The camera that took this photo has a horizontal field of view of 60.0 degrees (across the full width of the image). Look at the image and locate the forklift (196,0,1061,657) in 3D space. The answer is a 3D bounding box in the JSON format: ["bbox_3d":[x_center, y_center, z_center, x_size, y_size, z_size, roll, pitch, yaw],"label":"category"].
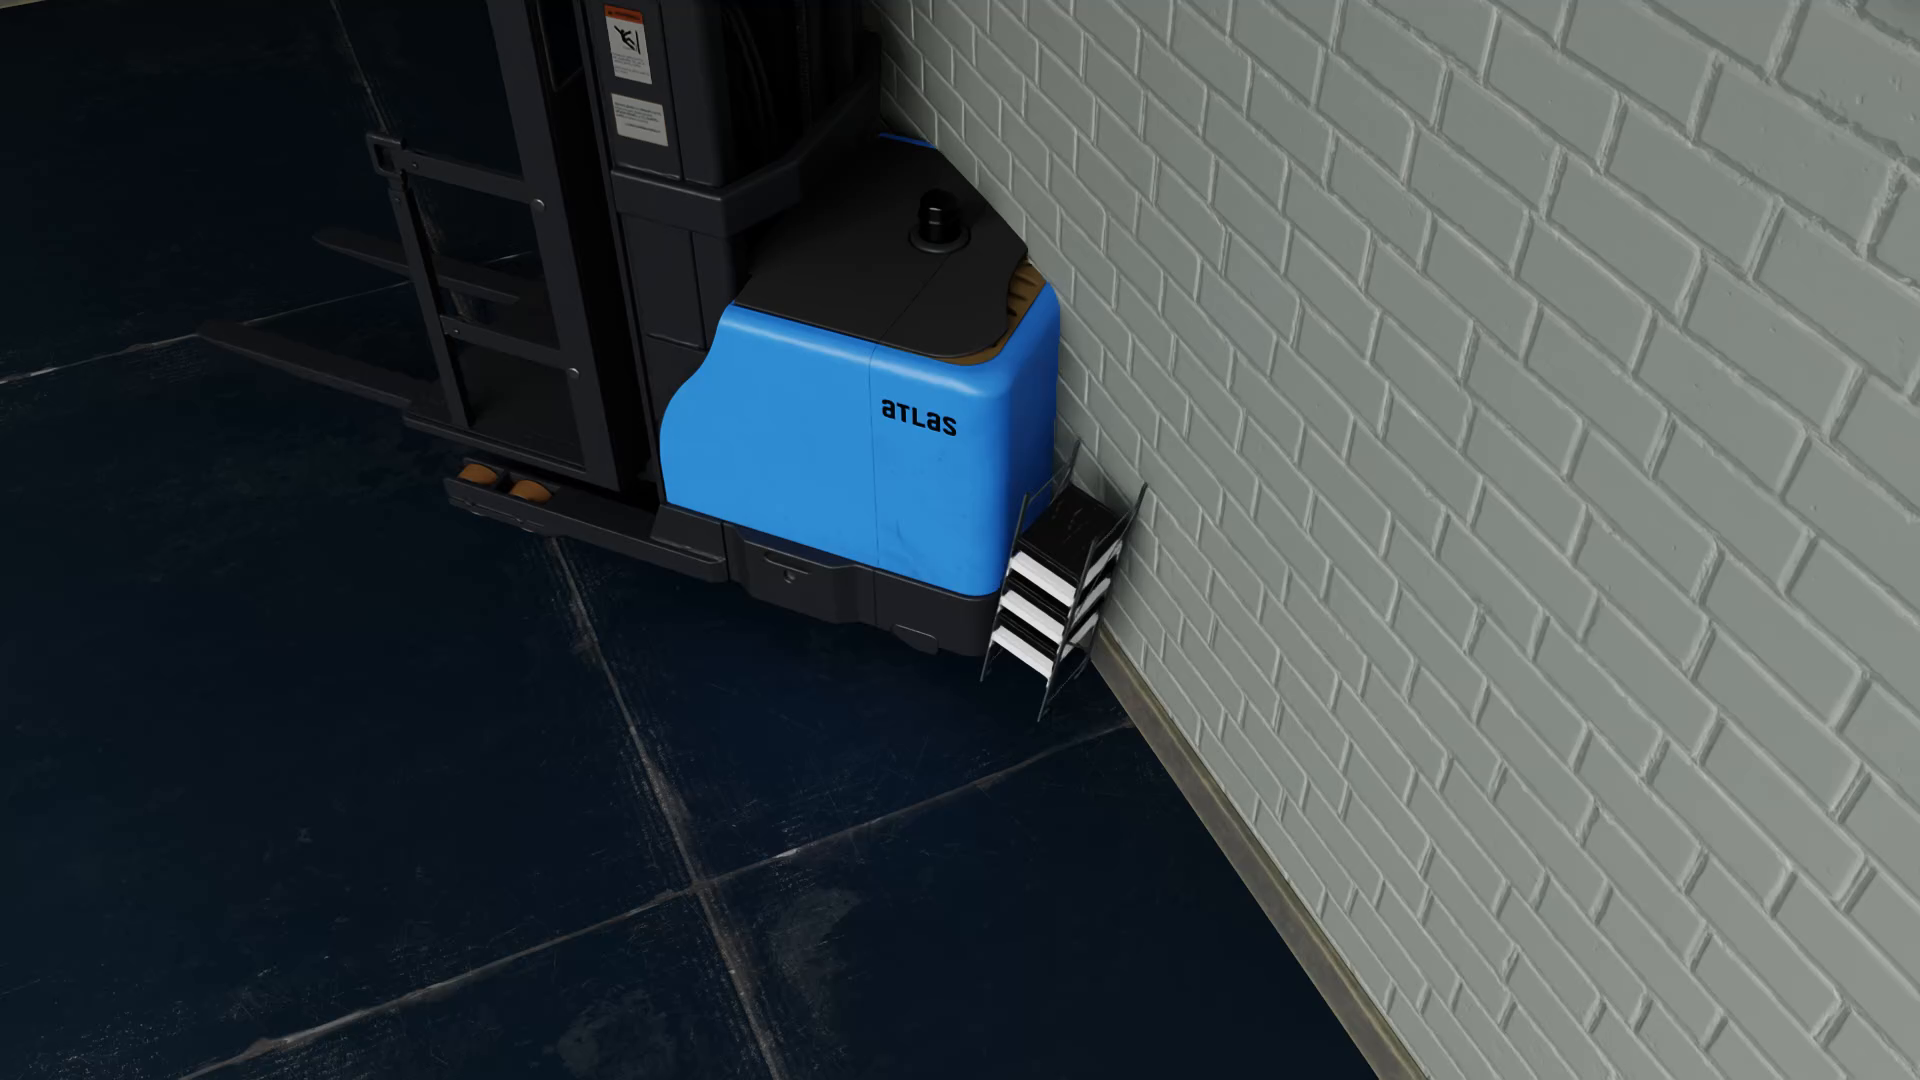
[{"bbox_3d":[-1.080,-1.390,4.572,3.031,2.935,1.130,17,47,16],"label":"forklift"}]

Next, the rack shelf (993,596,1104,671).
[{"bbox_3d":[0.248,0.201,4.545,0.200,0.077,0.258,35,58,16],"label":"rack shelf"}]

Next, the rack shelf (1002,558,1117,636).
[{"bbox_3d":[0.268,0.099,4.398,0.200,0.077,0.258,35,58,16],"label":"rack shelf"}]

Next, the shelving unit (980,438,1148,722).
[{"bbox_3d":[0.262,0.131,4.445,0.210,0.900,0.258,35,58,16],"label":"shelving unit"}]

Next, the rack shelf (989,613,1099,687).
[{"bbox_3d":[0.238,0.253,4.618,0.200,0.077,0.258,35,58,16],"label":"rack shelf"}]

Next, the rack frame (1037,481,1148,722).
[{"bbox_3d":[0.342,0.186,4.417,0.006,0.900,0.240,35,58,16],"label":"rack frame"}]

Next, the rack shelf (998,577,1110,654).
[{"bbox_3d":[0.258,0.150,4.472,0.200,0.077,0.258,35,58,16],"label":"rack shelf"}]

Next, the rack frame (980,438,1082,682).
[{"bbox_3d":[0.181,0.075,4.473,0.006,0.900,0.240,35,58,16],"label":"rack frame"}]

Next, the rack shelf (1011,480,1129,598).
[{"bbox_3d":[0.288,-0.004,4.252,0.200,0.077,0.258,35,58,16],"label":"rack shelf"}]

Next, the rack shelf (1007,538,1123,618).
[{"bbox_3d":[0.278,0.047,4.325,0.200,0.077,0.258,35,58,16],"label":"rack shelf"}]
